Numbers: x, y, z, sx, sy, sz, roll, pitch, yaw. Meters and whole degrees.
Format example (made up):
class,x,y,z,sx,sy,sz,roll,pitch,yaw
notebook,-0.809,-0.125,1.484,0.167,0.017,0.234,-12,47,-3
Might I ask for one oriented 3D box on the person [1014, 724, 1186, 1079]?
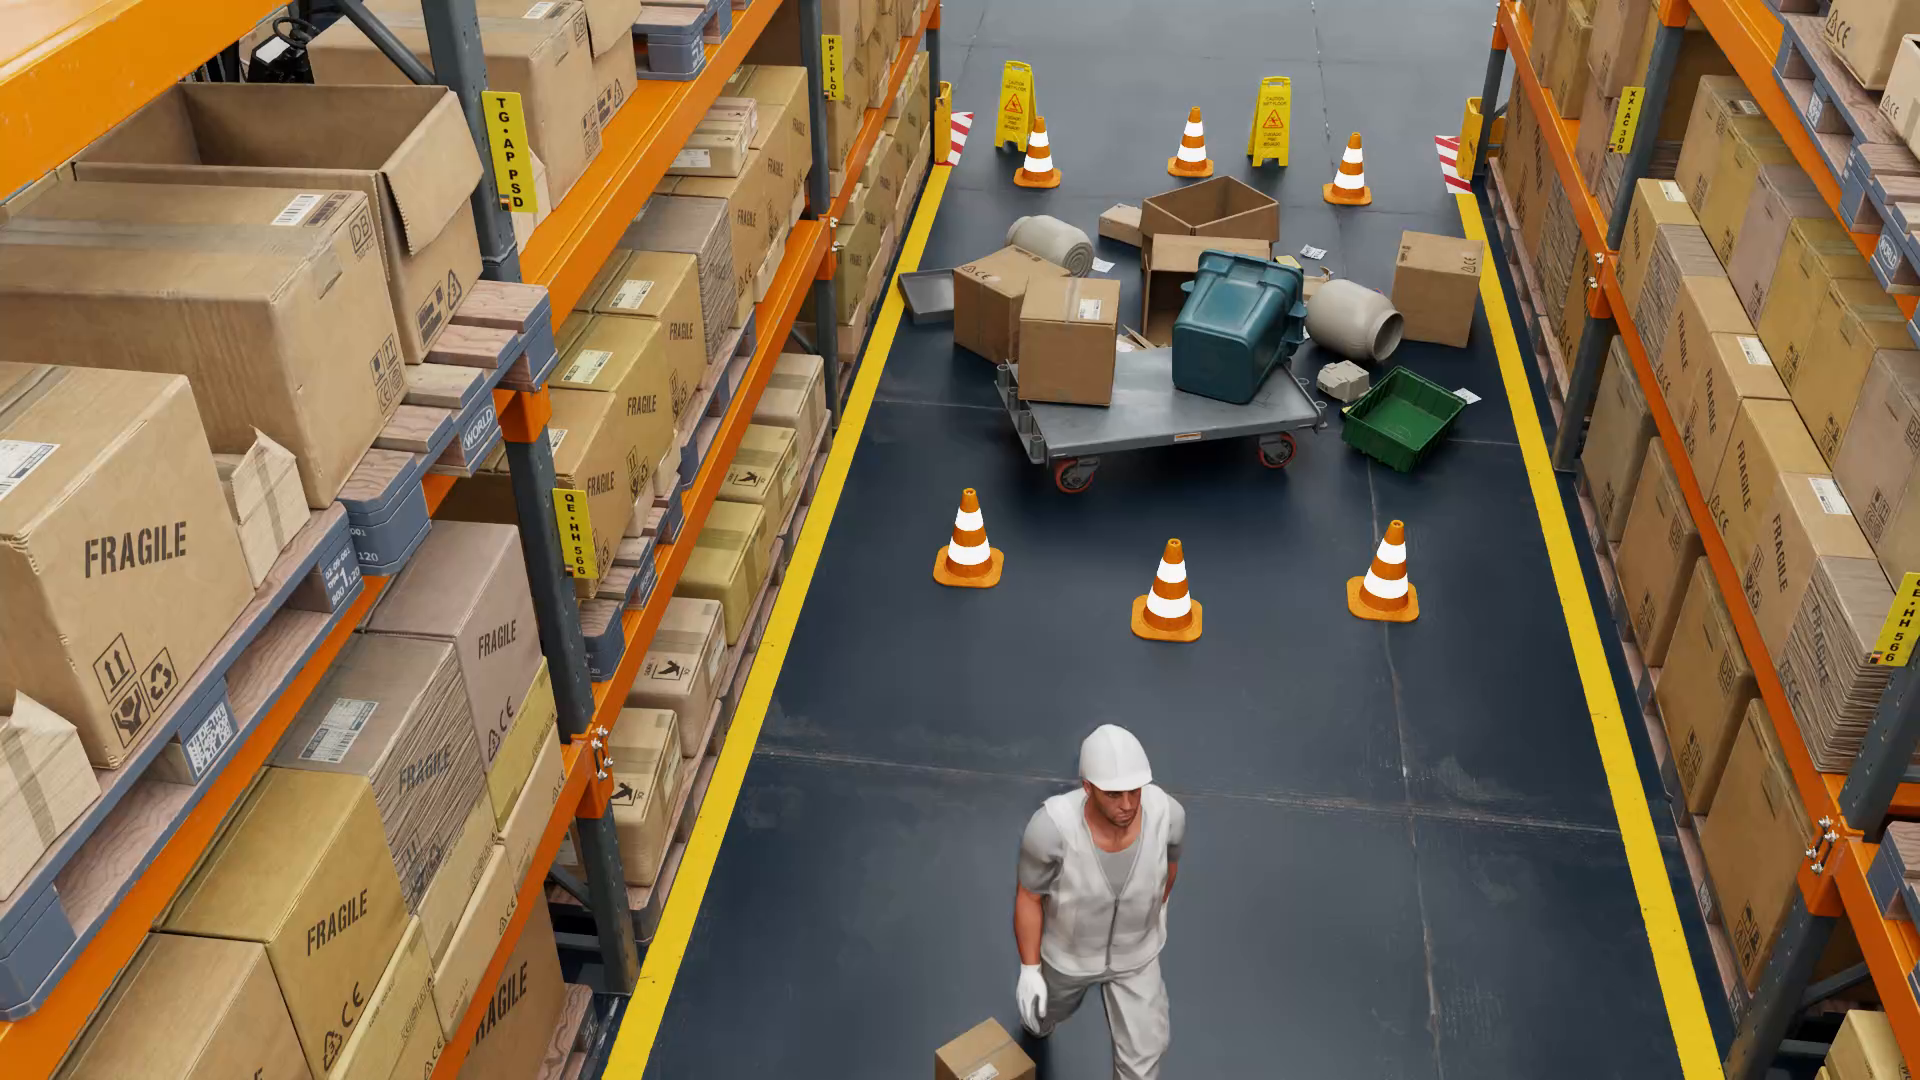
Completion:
class,x,y,z,sx,sy,sz,roll,pitch,yaw
person,0.429,1.265,5.269,0.554,1.745,1.036,-4,36,-6
